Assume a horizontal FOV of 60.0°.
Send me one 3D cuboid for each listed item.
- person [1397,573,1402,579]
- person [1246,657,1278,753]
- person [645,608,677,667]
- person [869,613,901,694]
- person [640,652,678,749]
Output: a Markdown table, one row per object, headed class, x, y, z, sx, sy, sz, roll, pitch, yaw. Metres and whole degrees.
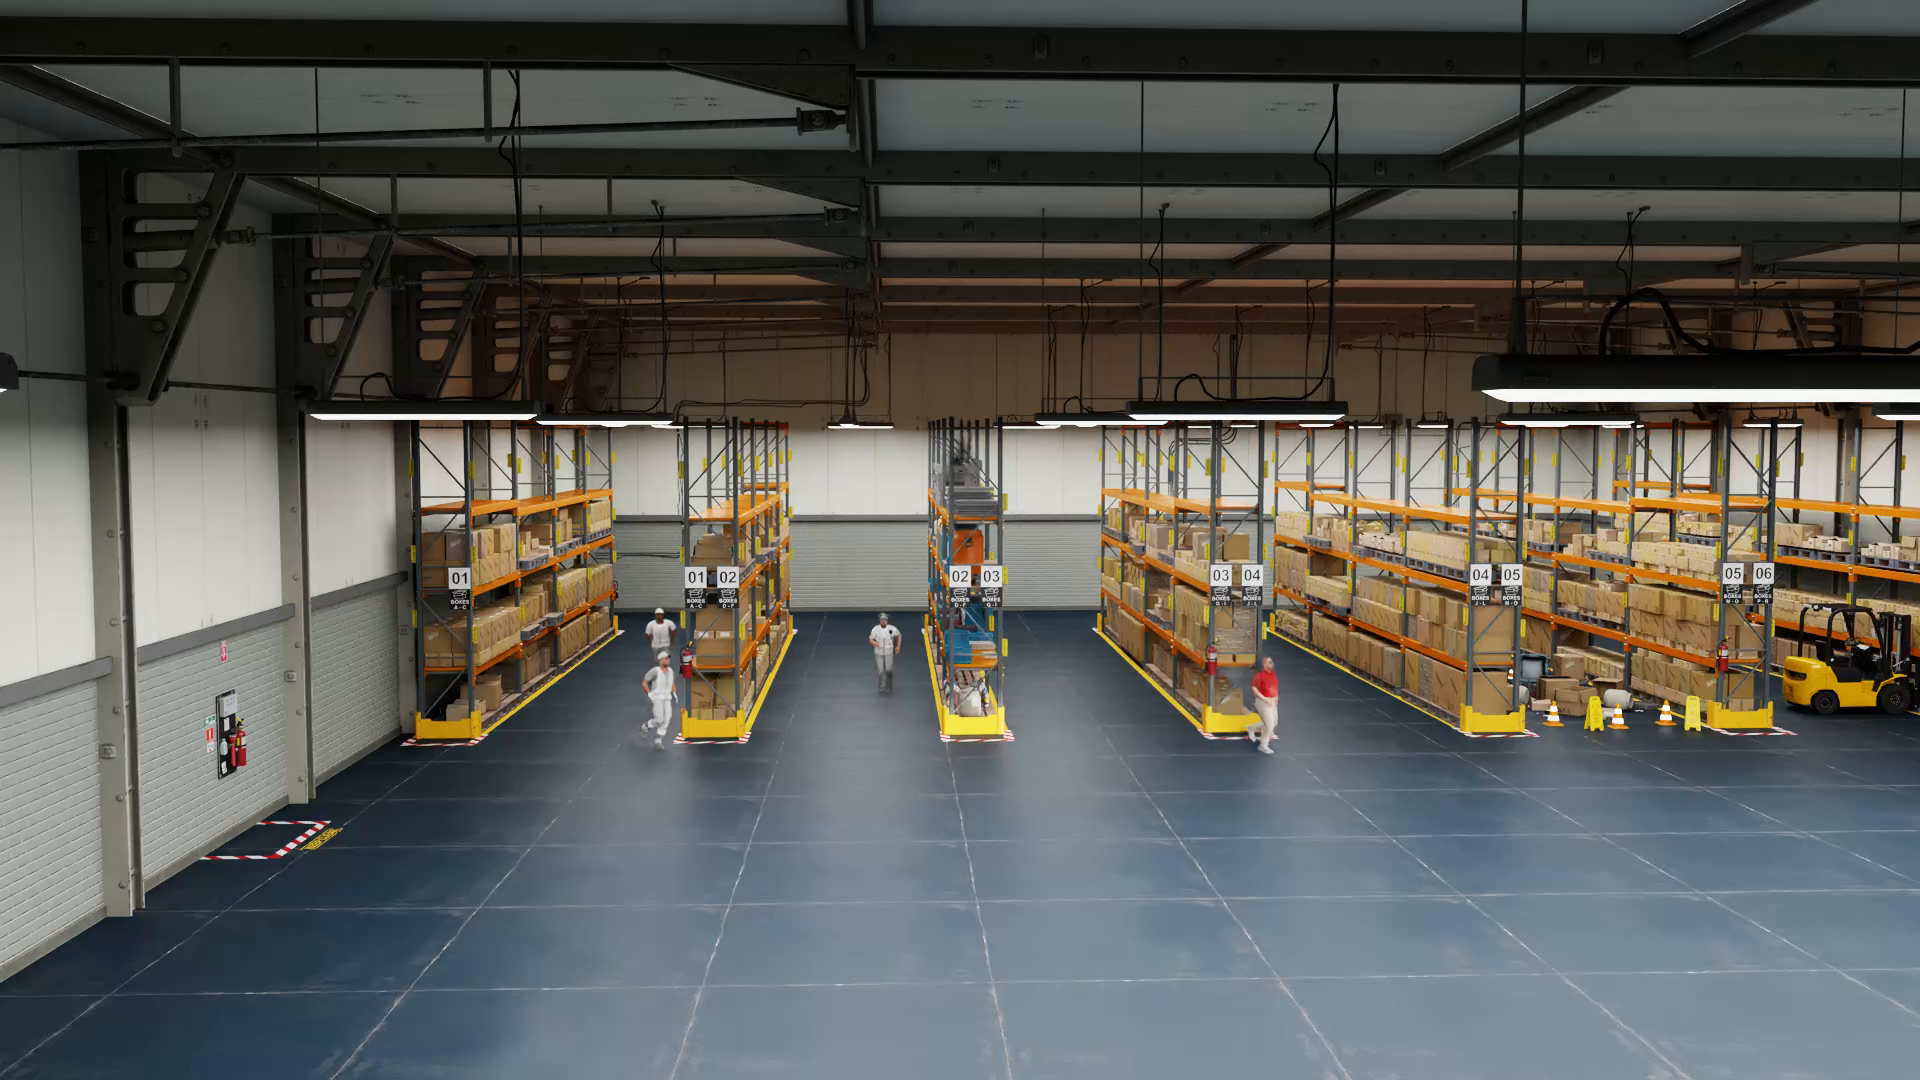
| class | x | y | z | sx | sy | sz | roll | pitch | yaw |
| --- | --- | --- | --- | --- | --- | --- | --- | --- | --- |
| person | 13.138 | 1.713 | 49.175 | 0.851 | 1.635 | 0.586 | 0 | 4 | -4 |
| person | 5.428 | 2.941 | 29.875 | 0.676 | 1.715 | 0.675 | 4 | 5 | 44 |
| person | -6.706 | 2.422 | 37.243 | 0.671 | 1.806 | 0.738 | 0 | 4 | -3 |
| person | -1.636 | 2.491 | 36.283 | 0.693 | 1.813 | 0.694 | 0 | 4 | 0 |
| person | -5.410 | 2.893 | 30.196 | 0.686 | 1.715 | 0.703 | 4 | 5 | 44 |
